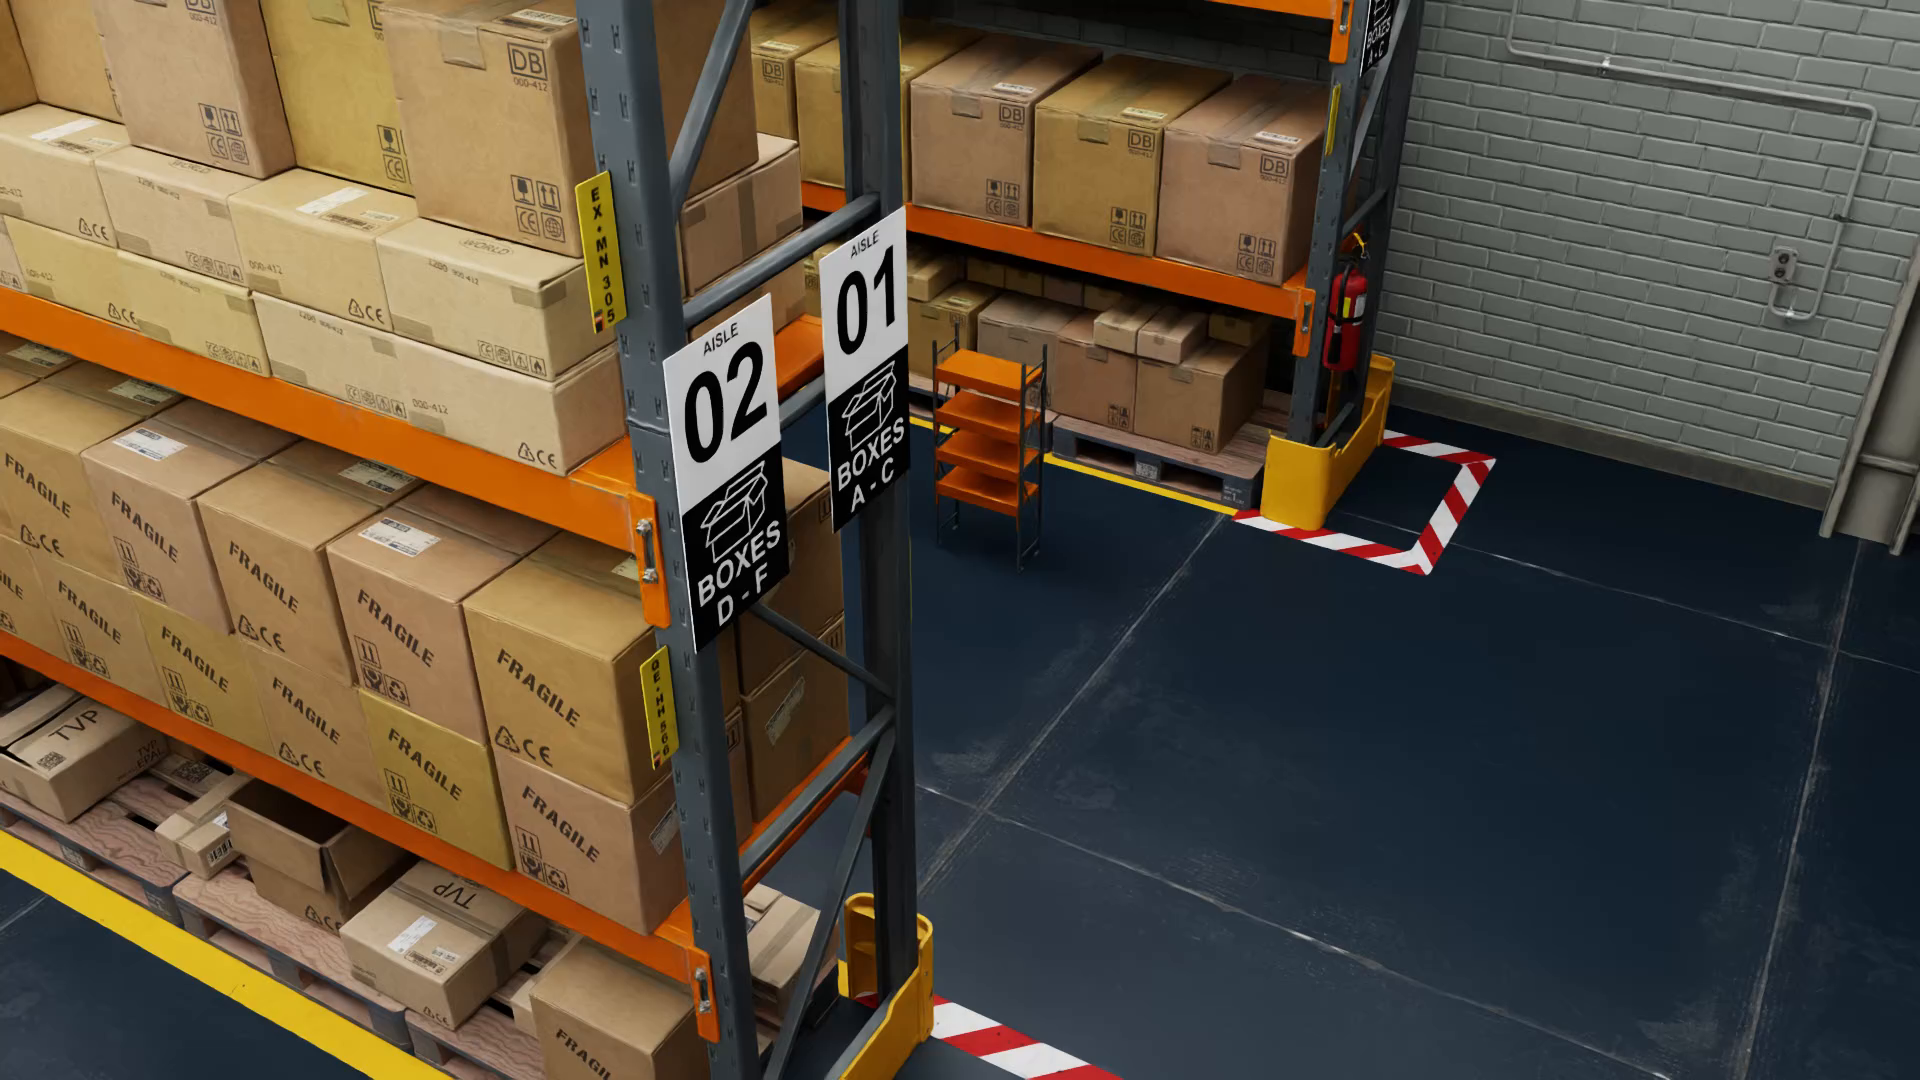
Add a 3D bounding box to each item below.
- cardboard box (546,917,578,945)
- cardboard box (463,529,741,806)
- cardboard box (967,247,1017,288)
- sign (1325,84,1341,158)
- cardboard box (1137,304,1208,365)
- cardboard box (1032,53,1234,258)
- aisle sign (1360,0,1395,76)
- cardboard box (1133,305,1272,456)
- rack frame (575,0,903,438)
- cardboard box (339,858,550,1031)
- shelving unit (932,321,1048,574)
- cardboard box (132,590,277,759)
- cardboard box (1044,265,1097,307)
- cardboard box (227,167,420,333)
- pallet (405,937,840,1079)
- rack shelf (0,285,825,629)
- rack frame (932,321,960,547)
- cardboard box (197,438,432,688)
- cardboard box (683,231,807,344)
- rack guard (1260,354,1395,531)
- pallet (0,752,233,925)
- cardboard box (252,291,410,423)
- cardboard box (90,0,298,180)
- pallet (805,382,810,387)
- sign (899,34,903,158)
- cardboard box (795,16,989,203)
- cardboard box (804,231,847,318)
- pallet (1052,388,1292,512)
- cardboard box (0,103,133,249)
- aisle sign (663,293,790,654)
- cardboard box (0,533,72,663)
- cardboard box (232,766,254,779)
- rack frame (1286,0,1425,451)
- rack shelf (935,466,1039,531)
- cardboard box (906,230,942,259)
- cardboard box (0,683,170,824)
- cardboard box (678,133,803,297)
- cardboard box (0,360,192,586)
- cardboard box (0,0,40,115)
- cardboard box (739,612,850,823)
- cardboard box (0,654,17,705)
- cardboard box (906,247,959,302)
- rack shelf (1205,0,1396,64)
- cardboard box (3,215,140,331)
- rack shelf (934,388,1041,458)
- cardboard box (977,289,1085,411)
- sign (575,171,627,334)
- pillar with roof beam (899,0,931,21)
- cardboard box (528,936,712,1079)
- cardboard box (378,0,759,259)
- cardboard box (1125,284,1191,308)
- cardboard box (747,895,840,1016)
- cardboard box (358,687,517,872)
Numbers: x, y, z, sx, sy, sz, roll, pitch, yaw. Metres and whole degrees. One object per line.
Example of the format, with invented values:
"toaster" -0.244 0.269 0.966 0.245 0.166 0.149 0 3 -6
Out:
"cardboard box" -1.210 1.304 6.169 0.500 0.250 0.500 18 37 24
"cardboard box" -0.968 0.319 4.573 0.500 0.500 0.500 17 37 24
"cardboard box" 0.239 -1.647 9.808 0.250 0.149 0.380 17 37 24
"sign" 1.729 -1.942 7.701 0.005 0.325 0.100 18 37 24
"cardboard box" 1.151 -1.115 9.009 0.250 0.149 0.380 17 37 24
"cardboard box" 0.925 -2.073 8.887 0.700 0.700 0.980 17 37 24
"aisle sign" 1.923 -2.536 7.507 0.004 0.787 0.394 18 37 24
"cardboard box" 1.352 -0.897 9.267 0.500 0.500 0.700 18 37 24
"rack frame" -0.445 -1.731 3.230 0.127 3.000 1.000 18 37 24
"cardboard box" -1.849 1.421 5.994 0.500 0.250 0.500 18 37 24
"shelving unit" 0.144 -0.454 8.349 0.503 1.200 0.258 18 37 24
"cardboard box" -2.289 0.313 5.483 0.500 0.500 0.500 17 37 24
"cardboard box" 0.682 -1.507 9.597 0.250 0.149 0.380 18 38 25
"cardboard box" -1.452 -0.784 4.199 0.500 0.250 0.500 18 37 24
"pallet" -1.203 1.687 6.026 1.213 0.211 1.003 18 37 24
"rack shelf" -2.181 -0.733 5.087 4.000 0.370 1.077 18 37 24
"rack frame" -0.068 -0.521 8.450 0.015 1.200 0.240 18 37 24
"cardboard box" -1.859 0.040 4.992 0.500 0.500 0.500 19 38 26
"cardboard box" -0.765 -0.683 4.499 0.500 0.250 0.500 18 37 24
"rack guard" 2.031 -0.571 9.157 0.348 0.500 1.175 18 37 24
"pallet" -3.322 1.016 7.033 1.213 0.211 1.003 18 37 24
"cardboard box" -1.450 -0.577 4.339 0.500 0.250 0.500 18 37 24
"cardboard box" -1.778 -1.338 4.354 0.500 0.500 0.700 18 37 24
"pallet" -0.842 -1.311 10.528 1.213 0.211 1.003 18 37 24
"sign" -0.176 -1.107 4.211 0.005 0.325 0.100 18 37 24
"cardboard box" -0.369 -2.483 9.502 0.700 0.700 0.980 17 37 23
"cardboard box" -0.865 -1.598 10.320 0.500 0.500 0.700 18 38 25
"pallet" 1.277 -0.640 9.521 1.213 0.211 1.003 18 37 24
"cardboard box" -2.321 -1.057 4.610 0.500 0.250 0.500 18 37 24
"aisle sign" -0.538 -0.149 3.923 0.004 0.787 0.394 18 37 24
"cardboard box" -3.164 0.035 5.901 0.500 0.500 0.500 18 38 25
"cardboard box" -2.631 0.829 6.828 0.500 0.311 0.500 18 37 24
"rack frame" 2.010 -1.618 8.474 0.127 3.000 1.000 18 37 24
"rack shelf" 0.144 -0.233 8.496 0.480 0.148 0.258 18 37 24
"cardboard box" -0.204 -1.787 10.019 0.250 0.149 0.380 16 37 23
"cardboard box" -3.661 0.822 6.838 0.500 0.311 0.500 18 37 24
"cardboard box" -0.762 -0.894 4.365 0.500 0.250 0.500 18 37 24
"cardboard box" -2.754 -0.243 5.417 0.500 0.500 0.500 16 37 23
"cardboard box" -2.676 -1.584 4.724 0.500 0.500 0.700 18 37 24
"cardboard box" -0.699 0.476 5.239 0.500 0.500 0.500 18 38 25
"cardboard box" -4.488 0.526 7.112 0.500 0.500 0.500 17 37 24
"cardboard box" -0.205 -1.542 9.651 0.250 0.149 0.380 16 37 23
"rack shelf" 0.273 -3.118 8.668 4.000 0.370 1.077 18 37 24
"cardboard box" -2.317 -0.853 4.754 0.500 0.250 0.500 18 37 24
"rack shelf" 0.144 -0.584 8.262 0.480 0.148 0.258 18 37 24
"cardboard box" 0.481 -1.173 9.681 0.500 0.500 0.700 16 37 23
"sign" -0.738 -0.589 3.423 0.005 0.325 0.100 18 37 24
"pillar with roof beam" -2.562 -3.368 5.688 0.400 9.000 9.100 18 37 24
"cardboard box" -1.039 1.593 5.510 0.500 0.500 0.500 18 37 24
"cardboard box" -0.899 -1.073 3.957 0.500 0.500 0.700 18 37 24
"cardboard box" 1.120 -1.368 9.389 0.250 0.149 0.380 18 38 25
"cardboard box" -0.638 1.489 5.982 0.250 0.149 0.380 18 37 24
"cardboard box" -1.421 0.592 5.065 0.500 0.500 0.500 18 38 25
